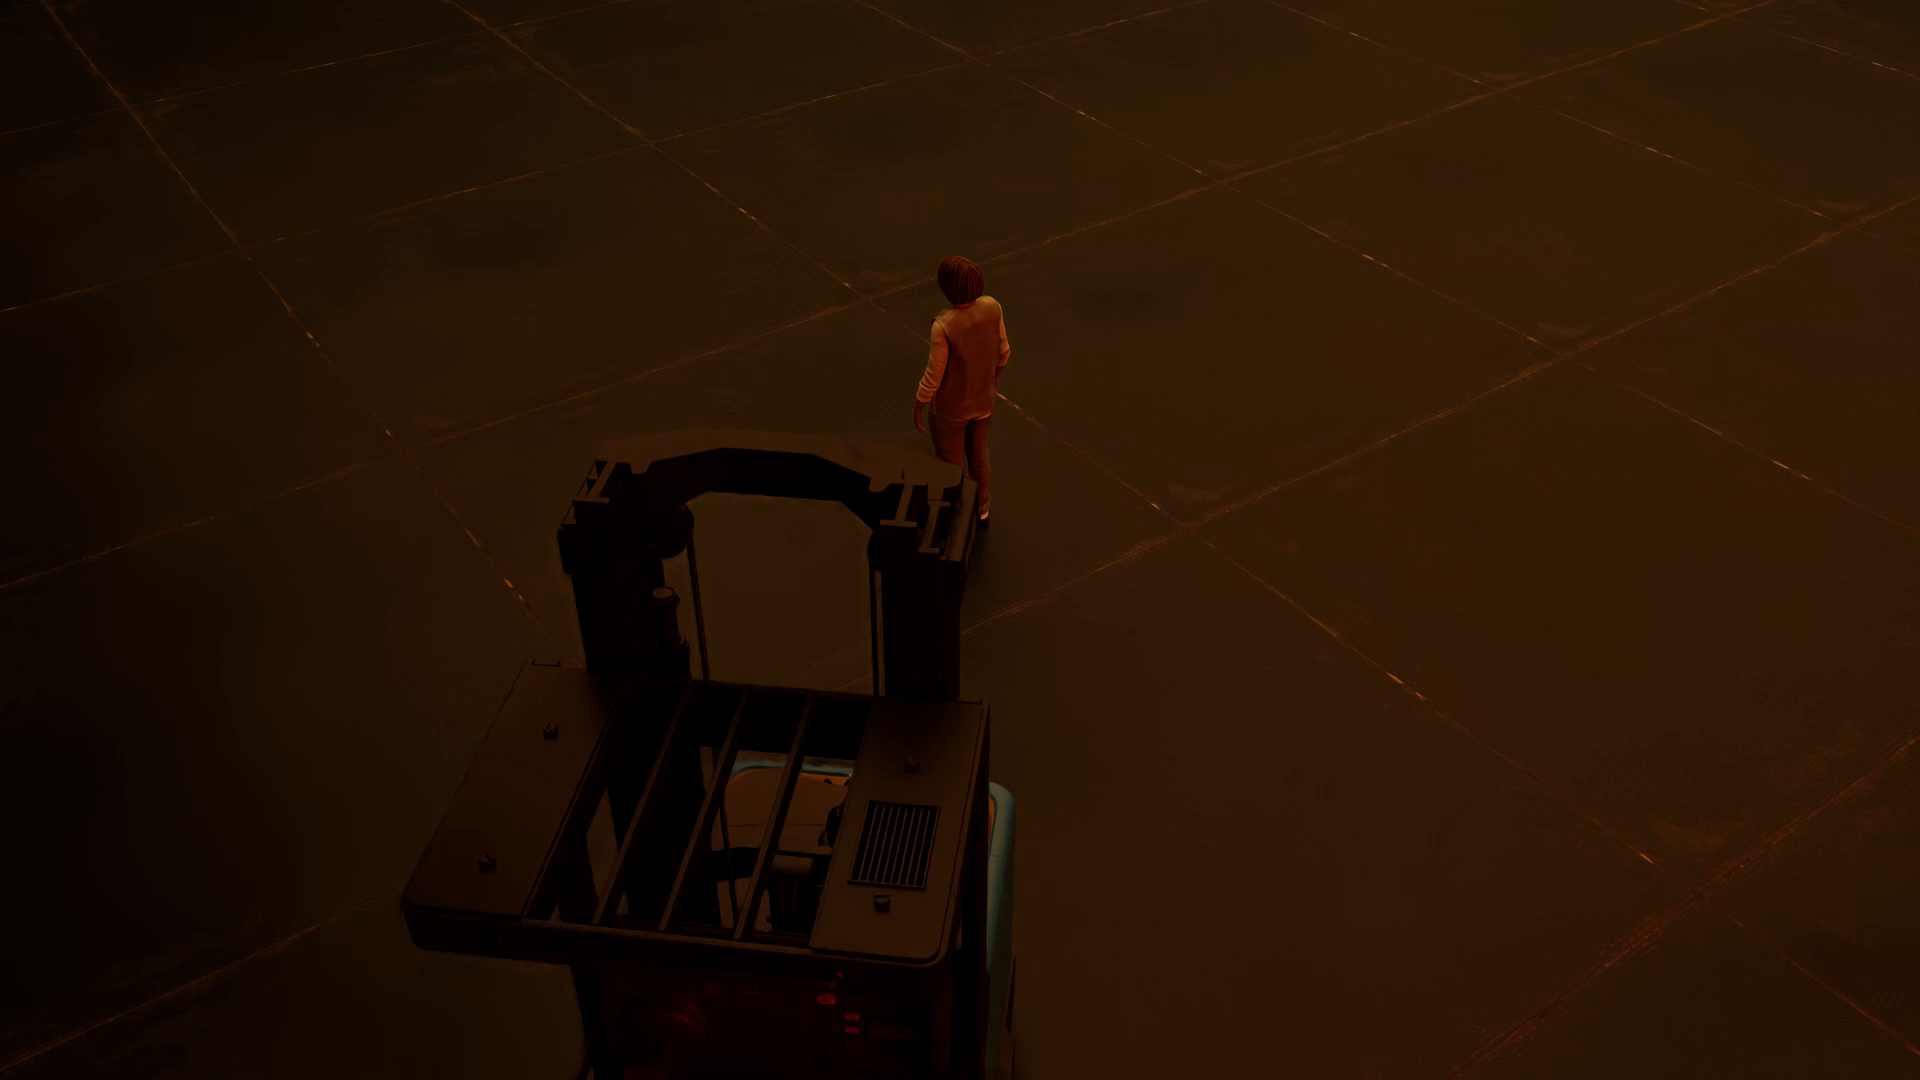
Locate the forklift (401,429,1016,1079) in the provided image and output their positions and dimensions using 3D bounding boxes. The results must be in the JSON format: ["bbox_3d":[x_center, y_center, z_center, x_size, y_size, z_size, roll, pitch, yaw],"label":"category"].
[{"bbox_3d":[-0.508,1.320,4.160,1.130,2.935,3.031,5,37,6],"label":"forklift"}]

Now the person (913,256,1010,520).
[{"bbox_3d":[-0.031,-0.688,7.986,0.521,1.596,0.475,-23,42,-28],"label":"person"}]
